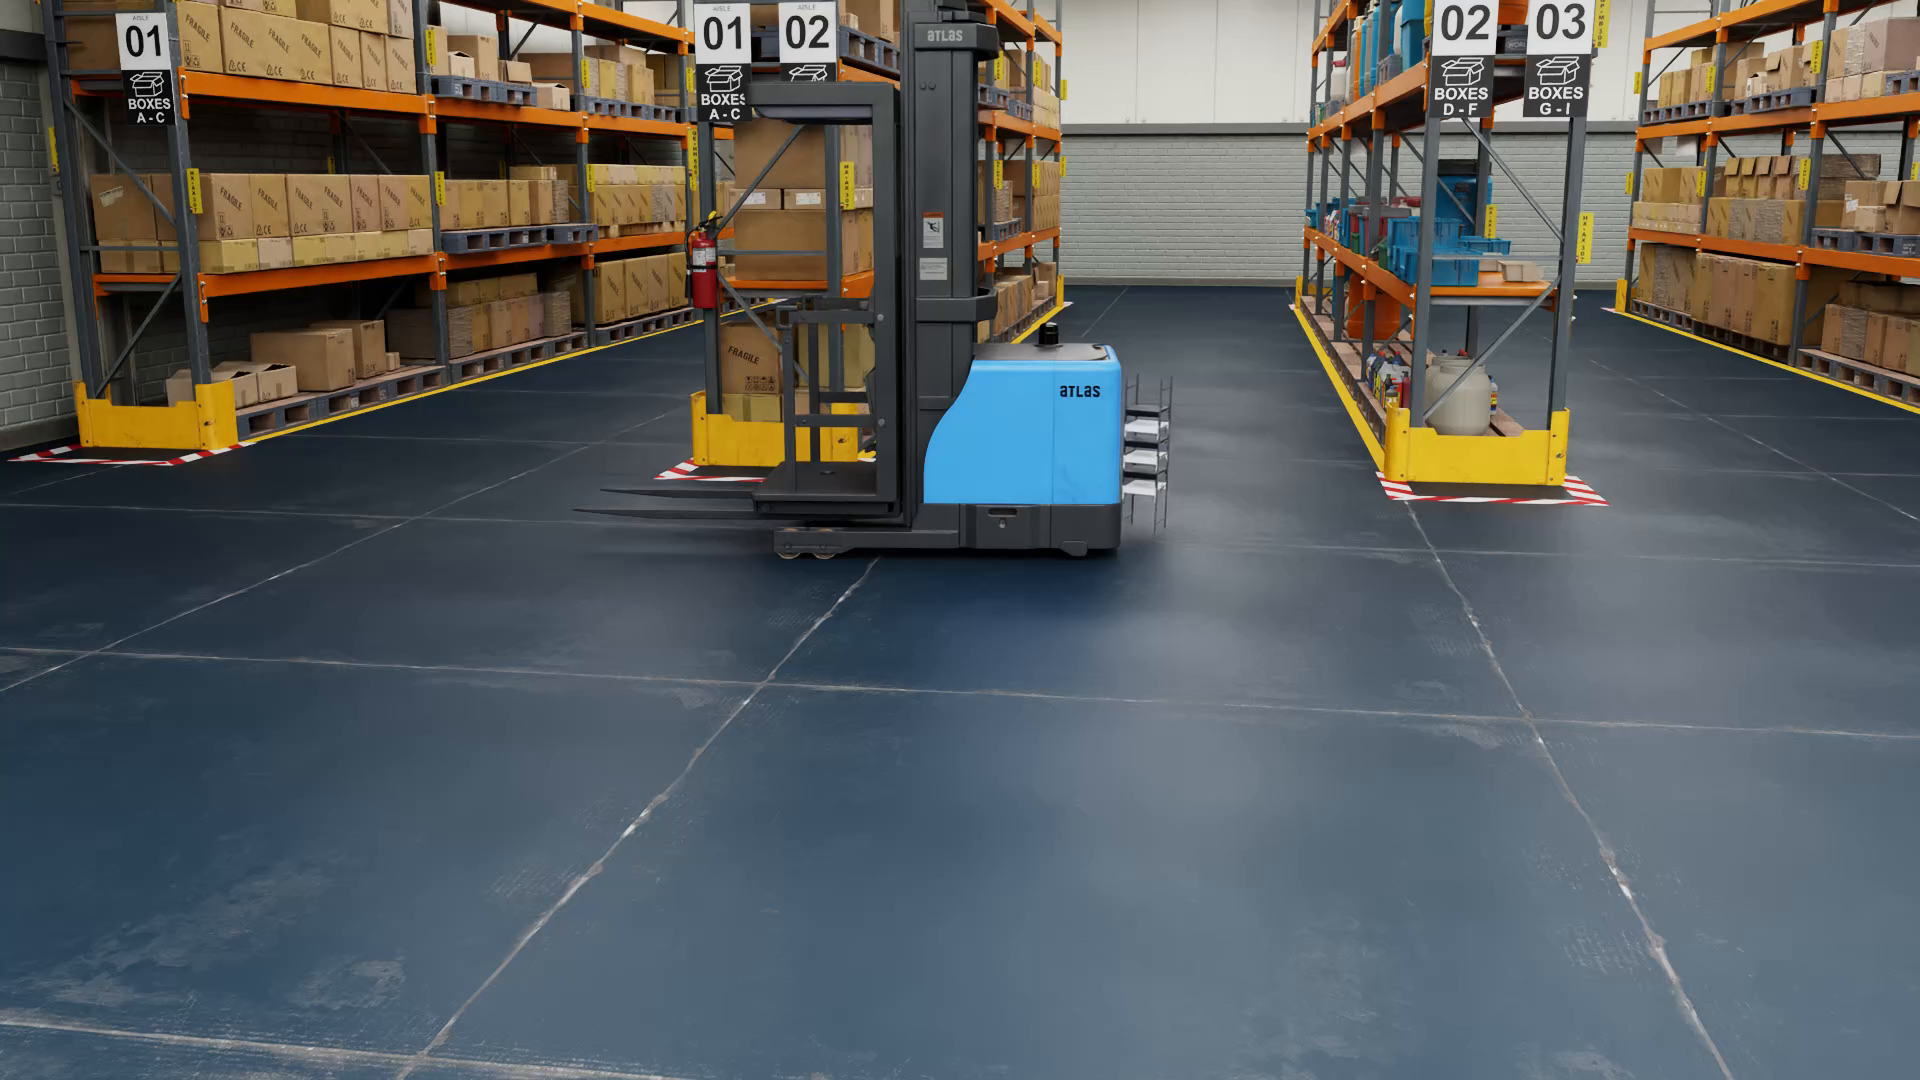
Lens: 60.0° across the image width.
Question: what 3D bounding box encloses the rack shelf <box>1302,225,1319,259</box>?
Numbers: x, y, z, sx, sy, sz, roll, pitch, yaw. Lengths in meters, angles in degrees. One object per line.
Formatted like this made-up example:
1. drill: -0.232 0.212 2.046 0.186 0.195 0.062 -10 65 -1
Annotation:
1. rack shelf: 5.712 -4.431 24.644 1.077 0.370 4.000 2 12 9

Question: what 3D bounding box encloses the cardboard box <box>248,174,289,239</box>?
1. cardboard box: -5.774 -2.685 13.361 0.500 0.500 0.500 2 12 9

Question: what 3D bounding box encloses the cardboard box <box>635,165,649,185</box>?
1. cardboard box: -4.448 -4.834 22.035 0.500 0.250 0.500 2 12 7

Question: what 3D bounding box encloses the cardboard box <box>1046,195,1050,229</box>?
1. cardboard box: 1.089 -4.991 25.294 0.500 0.500 0.500 2 12 8

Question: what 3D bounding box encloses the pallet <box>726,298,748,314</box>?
1. pallet: -4.006 -3.735 26.324 1.003 0.211 1.213 2 12 9

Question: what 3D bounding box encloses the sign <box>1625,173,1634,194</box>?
1. sign: 10.366 -5.520 25.745 0.100 0.325 0.005 2 12 9

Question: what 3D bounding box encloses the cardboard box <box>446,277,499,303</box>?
1. cardboard box: -5.378 -2.736 18.178 0.500 0.250 0.500 2 12 7

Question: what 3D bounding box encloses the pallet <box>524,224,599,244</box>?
1. pallet: -5.005 -3.610 19.578 1.213 0.211 1.003 2 12 9

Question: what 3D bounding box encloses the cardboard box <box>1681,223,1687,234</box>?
1. cardboard box: 10.100 -4.265 22.758 0.380 0.149 0.250 2 12 8

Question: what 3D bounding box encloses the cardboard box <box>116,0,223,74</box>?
1. cardboard box: -5.932 -3.776 12.491 0.500 0.500 0.500 2 12 10

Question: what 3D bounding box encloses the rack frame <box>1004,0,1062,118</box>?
1. rack frame: 1.125 -8.293 26.616 1.000 3.000 0.127 2 12 9

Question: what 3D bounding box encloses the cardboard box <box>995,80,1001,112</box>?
1. cardboard box: 0.007 -5.409 20.113 0.910 0.500 0.500 2 12 9

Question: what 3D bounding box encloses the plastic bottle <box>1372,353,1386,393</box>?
1. plastic bottle: 3.611 -1.428 14.242 0.144 0.351 0.185 1 12 6

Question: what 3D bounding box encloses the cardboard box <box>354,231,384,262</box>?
1. cardboard box: -5.536 -2.642 14.940 0.500 0.250 0.500 2 12 8

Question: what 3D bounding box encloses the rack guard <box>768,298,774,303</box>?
1. rack guard: -3.766 -4.303 28.276 1.175 0.500 0.348 2 12 9

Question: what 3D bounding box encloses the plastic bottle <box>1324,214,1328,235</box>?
1. plastic bottle: 4.906 -4.219 22.229 0.061 0.283 0.133 2 12 9

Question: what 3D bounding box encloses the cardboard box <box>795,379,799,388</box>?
1. cardboard box: -1.480 -1.117 13.086 0.500 0.250 0.500 2 12 9

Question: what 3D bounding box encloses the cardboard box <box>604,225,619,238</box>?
1. cardboard box: -4.549 -3.908 21.055 0.380 0.149 0.250 2 12 10

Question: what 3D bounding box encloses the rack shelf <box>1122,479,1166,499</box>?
1. rack shelf: 1.077 -0.290 9.697 0.200 0.077 0.258 6 14 21

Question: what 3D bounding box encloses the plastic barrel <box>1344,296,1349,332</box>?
1. plastic barrel: 4.846 -2.746 20.024 0.421 0.512 0.421 0 12 0

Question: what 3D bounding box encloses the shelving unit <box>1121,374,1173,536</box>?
1. shelving unit: 1.081 -0.497 9.649 0.210 0.900 0.258 6 14 21

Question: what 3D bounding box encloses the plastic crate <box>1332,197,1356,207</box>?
1. plastic crate: 6.152 -5.170 26.138 0.616 0.435 0.499 2 12 9

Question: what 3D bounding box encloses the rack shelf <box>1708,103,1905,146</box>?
1. rack shelf: 9.991 -4.905 19.719 1.077 0.370 4.000 2 12 9

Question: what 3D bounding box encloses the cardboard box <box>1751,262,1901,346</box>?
1. cardboard box: 9.810 -2.683 18.871 1.225 0.875 0.875 1 12 6

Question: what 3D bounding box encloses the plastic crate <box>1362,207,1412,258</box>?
1. plastic crate: 3.946 -2.843 15.415 0.402 0.464 0.583 2 12 9

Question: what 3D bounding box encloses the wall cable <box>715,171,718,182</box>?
1. wall cable: -4.508 -6.314 29.261 0.084 1.984 1.851 2 12 9

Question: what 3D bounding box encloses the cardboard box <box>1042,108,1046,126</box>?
1. cardboard box: 0.989 -6.222 24.482 0.500 0.250 0.500 2 12 9

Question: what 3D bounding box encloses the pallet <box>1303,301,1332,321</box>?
1. pallet: 5.664 -3.413 24.828 1.003 0.211 1.213 2 12 9

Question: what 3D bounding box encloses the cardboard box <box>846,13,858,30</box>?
1. cardboard box: -0.980 -3.886 12.555 0.380 0.149 0.250 2 12 9

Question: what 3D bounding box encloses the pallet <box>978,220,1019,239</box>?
1. pallet: 0.190 -4.007 21.420 1.003 0.211 1.213 2 12 9

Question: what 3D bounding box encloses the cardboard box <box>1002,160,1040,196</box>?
1. cardboard box: 0.861 -5.155 23.681 0.500 0.500 0.500 2 12 10

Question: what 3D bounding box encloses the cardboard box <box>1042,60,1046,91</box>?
1. cardboard box: 0.931 -7.048 25.348 0.700 0.500 0.500 2 12 9

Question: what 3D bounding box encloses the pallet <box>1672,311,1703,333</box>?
1. pallet: 10.492 -2.999 22.908 1.003 0.211 1.213 2 12 9

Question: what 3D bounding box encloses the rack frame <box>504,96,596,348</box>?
1. rack frame: -5.000 -3.855 20.262 1.000 3.000 0.127 2 12 9

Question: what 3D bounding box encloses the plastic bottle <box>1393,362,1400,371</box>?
1. plastic bottle: 3.737 -1.394 14.274 0.097 0.271 0.097 0 12 0

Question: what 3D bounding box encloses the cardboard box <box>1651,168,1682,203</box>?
1. cardboard box: 10.422 -5.174 24.253 0.500 0.500 0.500 2 12 7

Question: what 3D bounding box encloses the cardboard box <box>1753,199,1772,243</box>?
1. cardboard box: 9.673 -3.745 19.514 0.500 0.500 0.500 1 12 7

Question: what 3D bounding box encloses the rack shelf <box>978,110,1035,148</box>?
1. rack shelf: 0.203 -5.226 21.212 1.077 0.370 4.000 2 12 9

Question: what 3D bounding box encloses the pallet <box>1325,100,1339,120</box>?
1. pallet: 5.380 -5.574 21.568 1.213 0.211 1.003 2 12 9

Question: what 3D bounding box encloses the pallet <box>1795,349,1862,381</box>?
1. pallet: 9.561 -1.848 17.567 1.003 0.211 1.213 2 12 9

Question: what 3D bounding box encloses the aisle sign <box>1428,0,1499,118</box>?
1. aisle sign: 3.254 -3.134 10.746 0.394 0.787 0.004 2 12 9

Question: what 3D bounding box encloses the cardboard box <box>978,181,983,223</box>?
1. cardboard box: -0.119 -4.084 20.091 0.700 0.500 0.500 -2 12 -10

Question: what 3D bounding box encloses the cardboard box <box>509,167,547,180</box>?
1. cardboard box: -5.059 -4.296 19.486 0.380 0.149 0.250 0 12 -1

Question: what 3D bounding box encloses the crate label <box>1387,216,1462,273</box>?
1. crate label: 3.574 -2.278 12.860 0.502 0.435 0.616 2 12 9

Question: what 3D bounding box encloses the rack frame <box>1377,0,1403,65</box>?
1. rack frame: 4.174 -5.634 14.276 1.000 3.000 0.127 2 12 9

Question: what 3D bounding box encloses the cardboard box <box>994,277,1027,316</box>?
1. cardboard box: 0.633 -3.307 22.605 0.500 0.500 0.500 2 12 9

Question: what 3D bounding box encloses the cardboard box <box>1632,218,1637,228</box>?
1. cardboard box: 10.533 -4.853 25.488 0.380 0.149 0.250 2 12 9

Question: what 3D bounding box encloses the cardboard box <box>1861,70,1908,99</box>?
1. cardboard box: 9.210 -4.463 16.318 0.500 0.250 0.500 2 12 10

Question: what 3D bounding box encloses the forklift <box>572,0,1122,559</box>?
1. forklift: -0.623 -1.439 9.214 3.031 2.935 1.130 1 12 3

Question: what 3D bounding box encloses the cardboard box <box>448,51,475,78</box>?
1. cardboard box: -5.358 -4.890 17.158 0.500 0.311 0.500 2 12 10

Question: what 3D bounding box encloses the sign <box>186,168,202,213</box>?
1. sign: -5.694 -2.595 12.362 0.100 0.325 0.005 2 12 9

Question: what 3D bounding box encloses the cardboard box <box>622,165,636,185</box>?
1. cardboard box: -4.521 -4.728 21.541 0.500 0.250 0.500 2 12 9

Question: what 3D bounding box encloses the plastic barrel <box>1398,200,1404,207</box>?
1. plastic barrel: 4.842 -3.368 17.735 0.421 0.512 0.421 0 12 0

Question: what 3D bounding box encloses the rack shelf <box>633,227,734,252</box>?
1. rack shelf: -4.077 -4.752 26.133 1.077 0.370 4.000 2 12 9
